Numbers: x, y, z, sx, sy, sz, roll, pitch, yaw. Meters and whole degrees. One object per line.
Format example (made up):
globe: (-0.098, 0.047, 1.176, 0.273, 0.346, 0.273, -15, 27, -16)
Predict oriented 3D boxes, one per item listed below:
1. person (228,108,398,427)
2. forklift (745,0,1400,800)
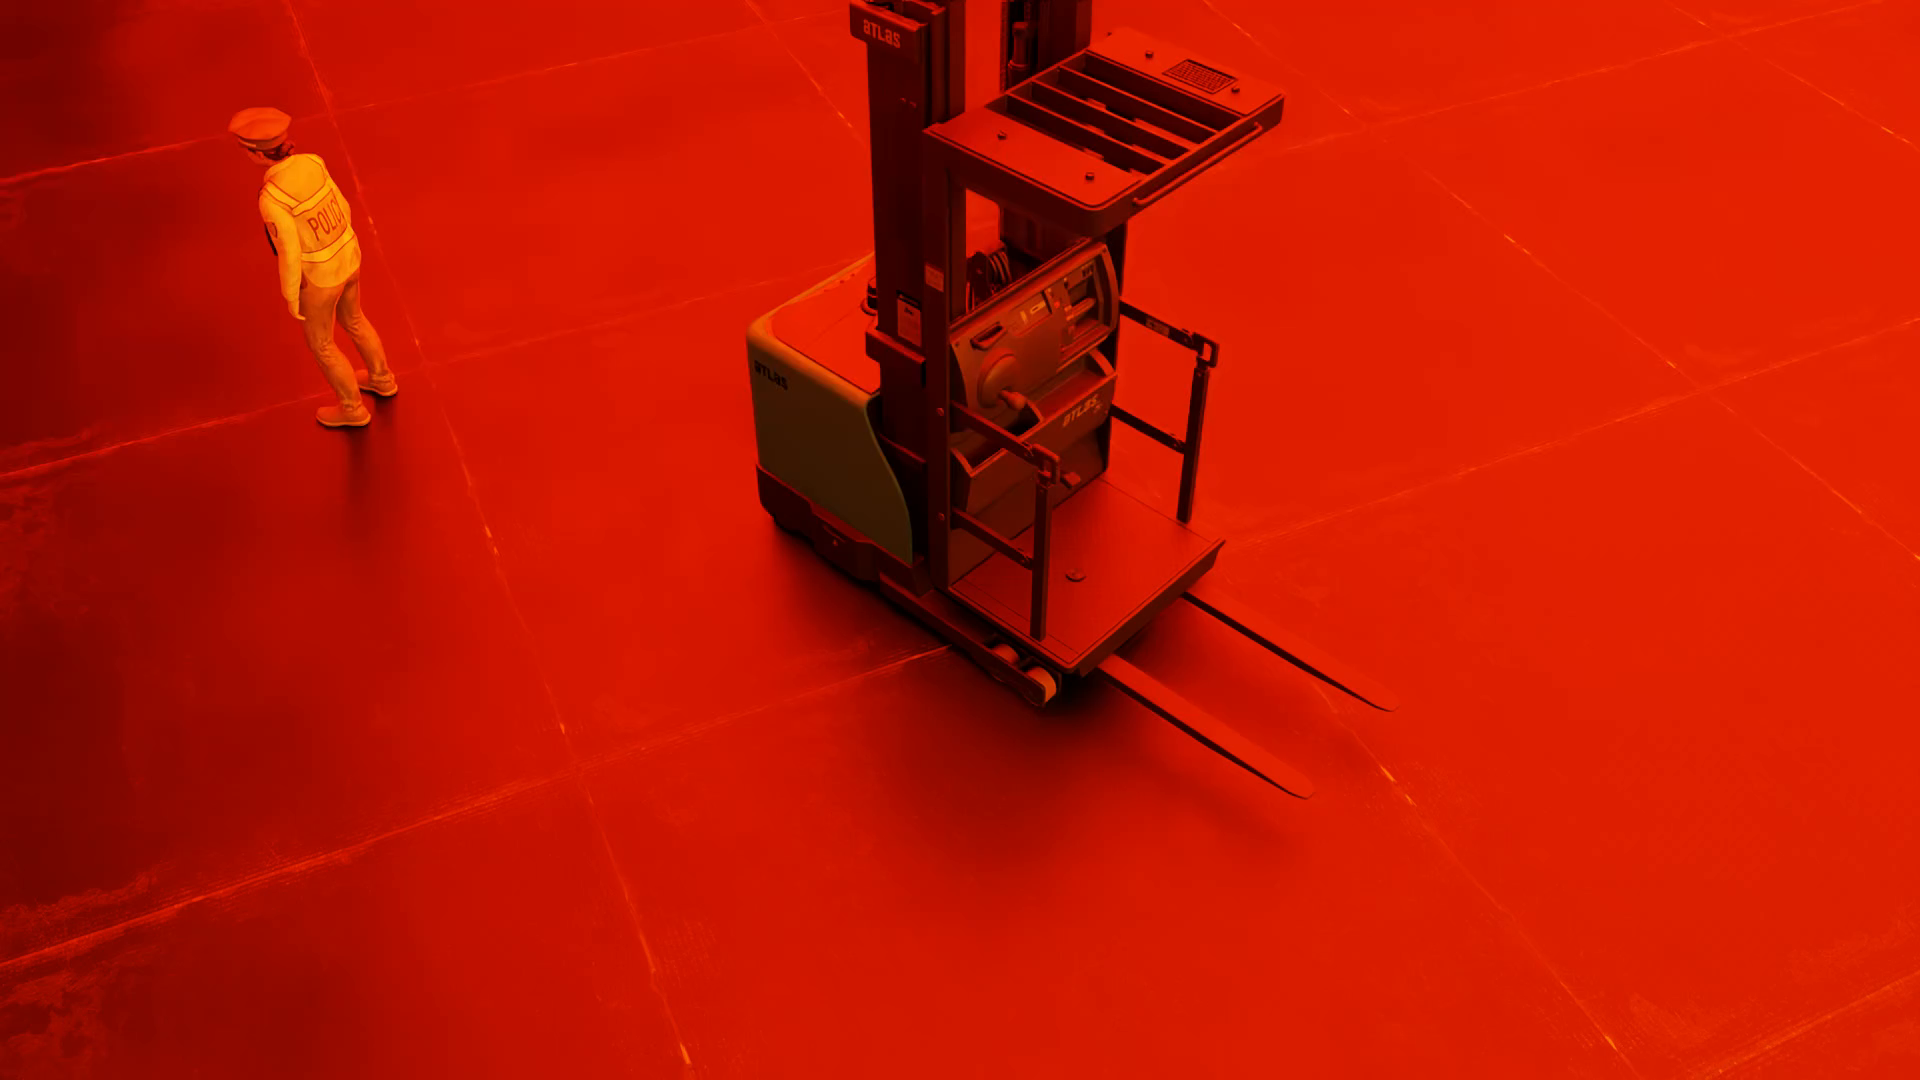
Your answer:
person: (-3.078, -1.283, 7.986, 0.375, 1.662, 0.528, 12, 44, 13)
forklift: (0.463, -0.777, 6.512, 3.031, 2.935, 1.130, 32, 52, 30)
